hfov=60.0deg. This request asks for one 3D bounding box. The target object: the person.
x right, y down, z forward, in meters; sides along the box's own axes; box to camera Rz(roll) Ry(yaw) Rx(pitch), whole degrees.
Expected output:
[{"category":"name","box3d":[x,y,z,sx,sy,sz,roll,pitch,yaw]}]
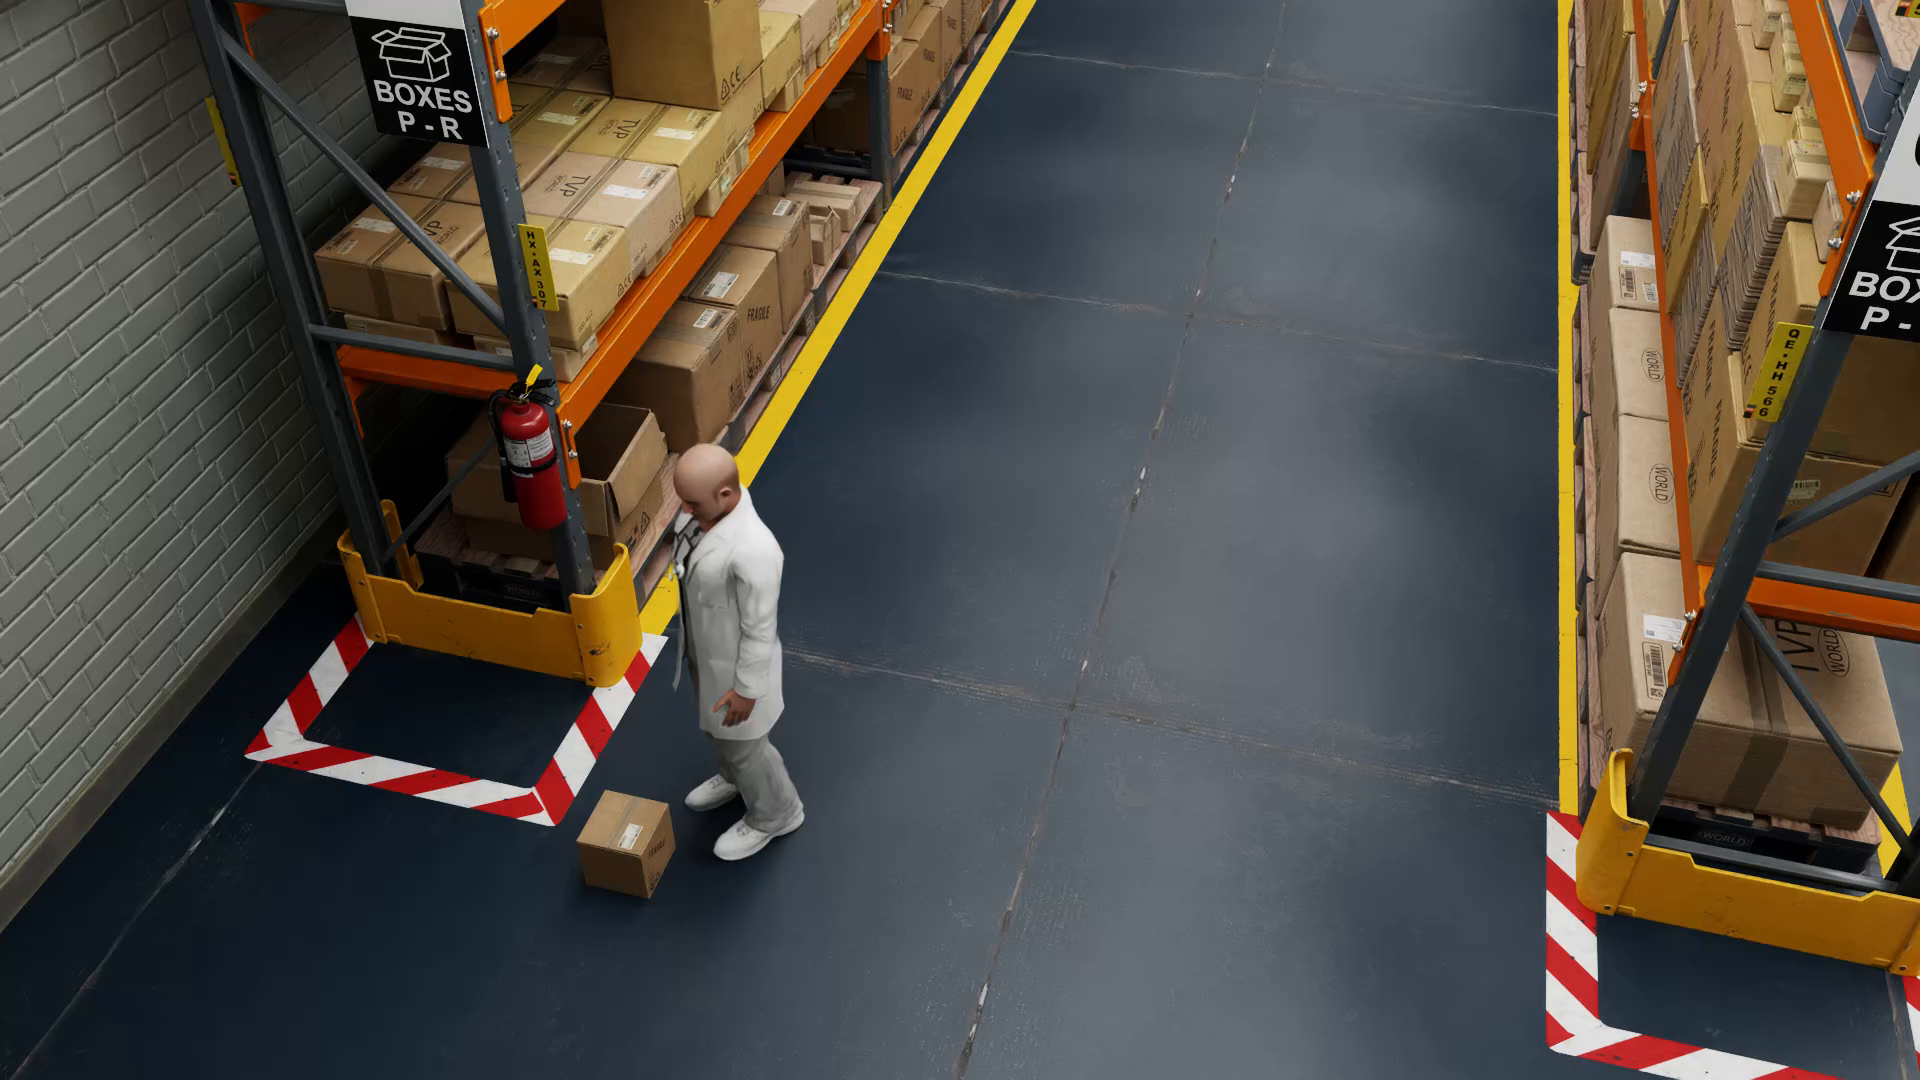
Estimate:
[{"category":"person","box3d":[-0.797,0.390,5.724,0.378,1.772,0.564,-20,45,-22]}]
